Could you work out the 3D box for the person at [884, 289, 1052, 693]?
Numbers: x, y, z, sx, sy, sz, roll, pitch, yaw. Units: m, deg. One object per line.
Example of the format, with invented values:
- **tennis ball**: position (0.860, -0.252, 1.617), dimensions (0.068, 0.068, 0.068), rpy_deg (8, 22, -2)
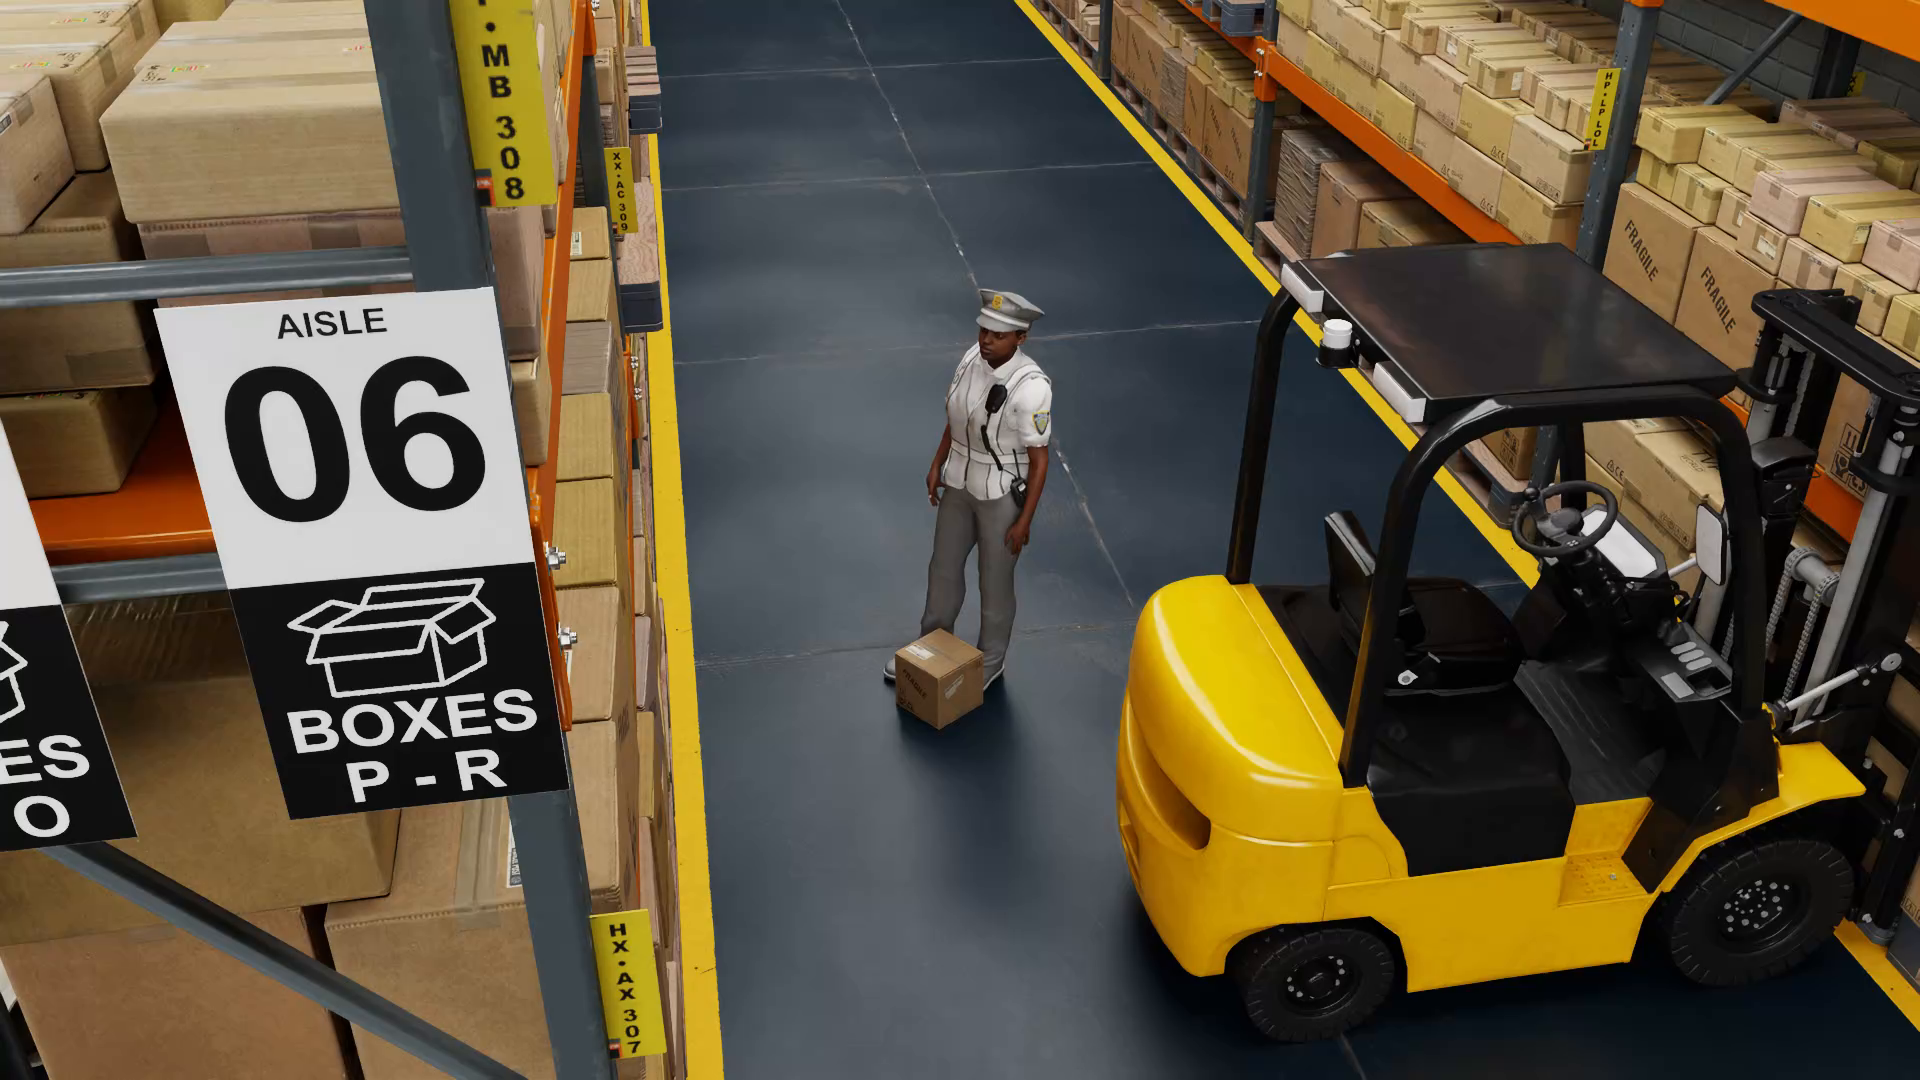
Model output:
- **person**: position (0.046, -0.163, 6.354), dimensions (0.528, 1.696, 0.569), rpy_deg (-25, 39, -36)
